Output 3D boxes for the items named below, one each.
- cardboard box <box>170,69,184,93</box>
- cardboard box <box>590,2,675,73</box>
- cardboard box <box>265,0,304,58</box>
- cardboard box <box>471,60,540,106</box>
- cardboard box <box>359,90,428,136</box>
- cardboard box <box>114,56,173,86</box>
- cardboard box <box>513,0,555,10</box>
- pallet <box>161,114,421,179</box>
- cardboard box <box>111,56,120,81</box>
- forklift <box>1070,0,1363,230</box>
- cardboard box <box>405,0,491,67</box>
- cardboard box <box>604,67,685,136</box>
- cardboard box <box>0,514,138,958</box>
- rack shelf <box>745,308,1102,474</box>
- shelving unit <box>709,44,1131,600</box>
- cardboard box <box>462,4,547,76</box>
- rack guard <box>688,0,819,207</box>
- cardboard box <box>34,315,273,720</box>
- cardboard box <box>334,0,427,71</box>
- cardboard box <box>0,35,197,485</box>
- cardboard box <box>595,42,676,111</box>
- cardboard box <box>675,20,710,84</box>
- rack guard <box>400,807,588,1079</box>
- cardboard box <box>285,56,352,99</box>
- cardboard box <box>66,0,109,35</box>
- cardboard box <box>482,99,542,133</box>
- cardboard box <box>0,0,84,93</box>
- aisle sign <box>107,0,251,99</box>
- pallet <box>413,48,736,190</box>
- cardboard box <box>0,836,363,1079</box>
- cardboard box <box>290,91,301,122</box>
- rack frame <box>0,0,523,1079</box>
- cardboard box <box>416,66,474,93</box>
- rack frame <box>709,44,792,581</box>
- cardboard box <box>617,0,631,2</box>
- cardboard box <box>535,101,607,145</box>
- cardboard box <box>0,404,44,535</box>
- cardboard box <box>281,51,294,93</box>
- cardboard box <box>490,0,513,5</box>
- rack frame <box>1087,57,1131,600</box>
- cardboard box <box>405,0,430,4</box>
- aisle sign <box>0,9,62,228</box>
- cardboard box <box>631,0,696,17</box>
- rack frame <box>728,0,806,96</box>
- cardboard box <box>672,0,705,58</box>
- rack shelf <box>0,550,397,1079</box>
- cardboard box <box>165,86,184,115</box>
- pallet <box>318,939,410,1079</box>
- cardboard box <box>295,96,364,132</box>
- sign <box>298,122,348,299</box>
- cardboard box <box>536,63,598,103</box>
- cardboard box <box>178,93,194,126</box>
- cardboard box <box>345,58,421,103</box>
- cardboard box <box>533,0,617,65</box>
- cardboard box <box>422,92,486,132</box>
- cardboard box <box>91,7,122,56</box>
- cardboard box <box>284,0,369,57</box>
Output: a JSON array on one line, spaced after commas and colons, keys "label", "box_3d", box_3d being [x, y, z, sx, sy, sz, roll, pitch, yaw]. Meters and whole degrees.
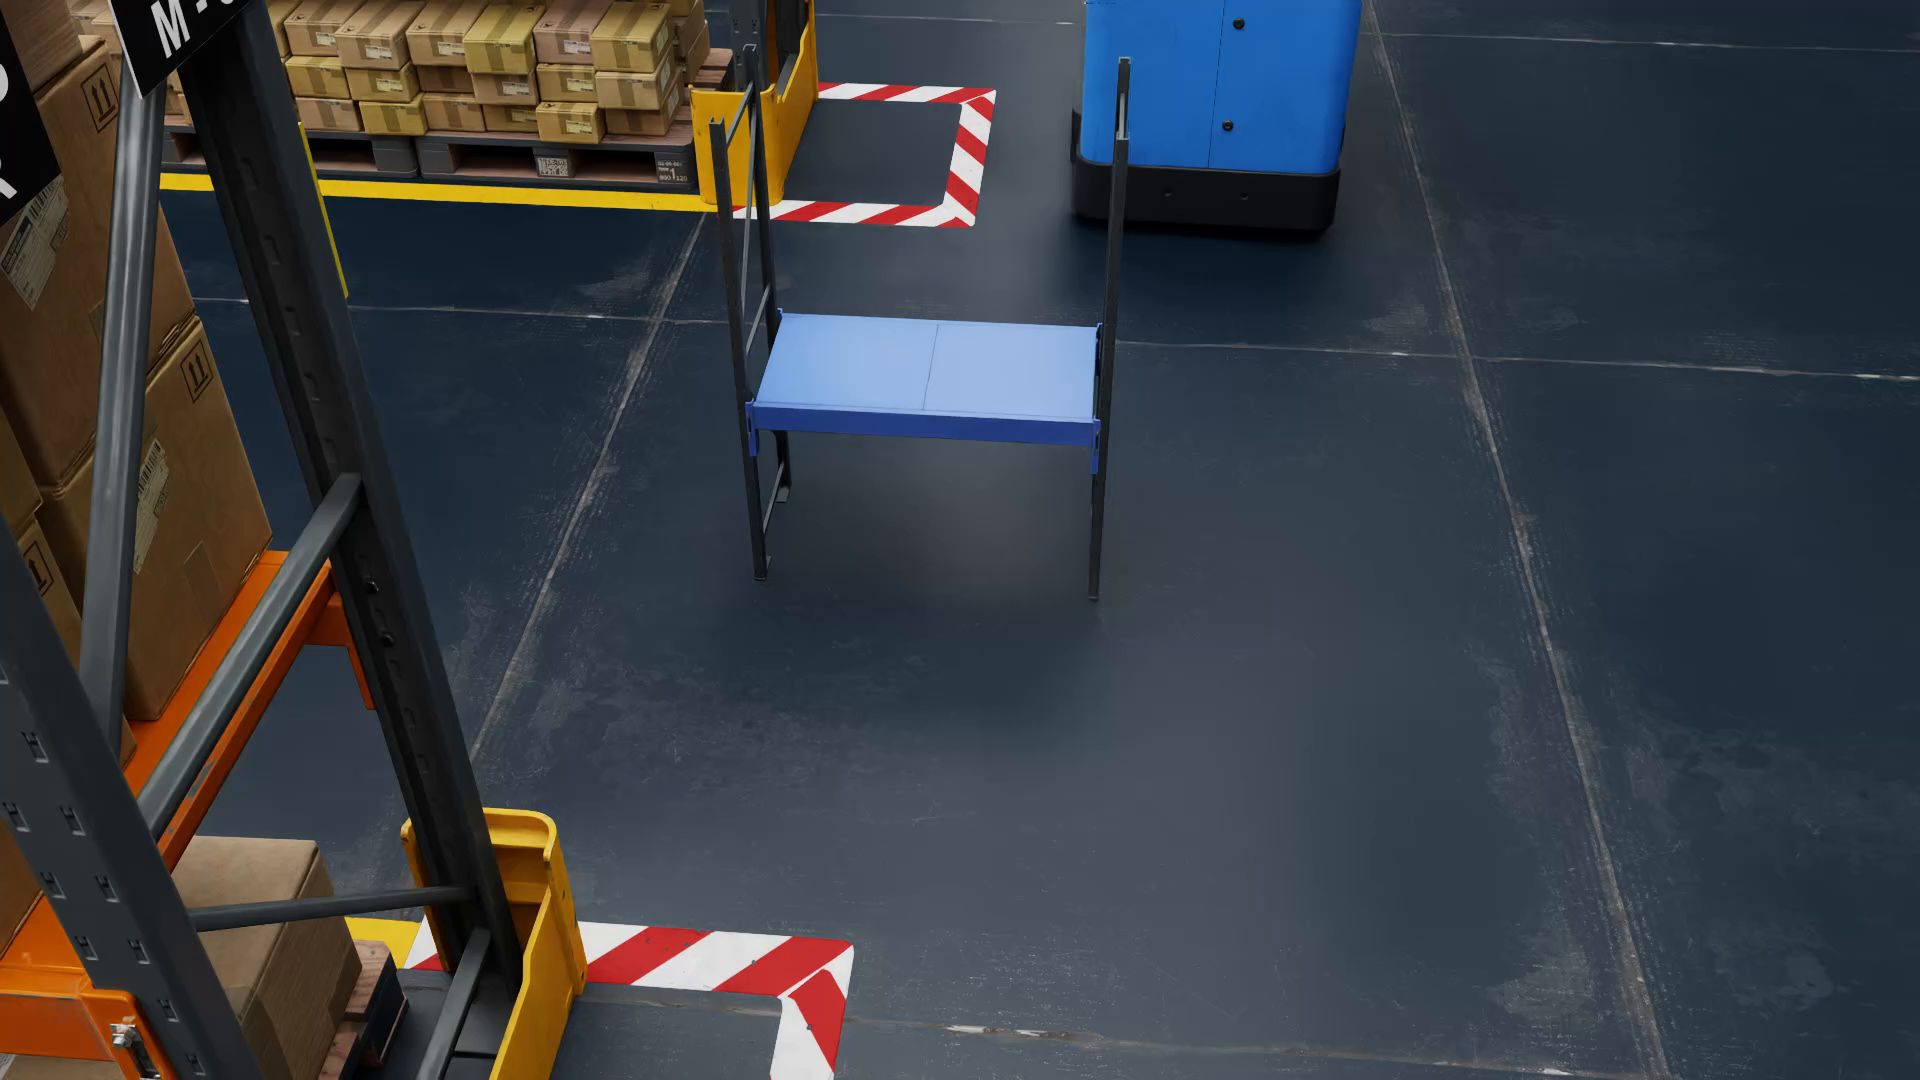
[{"label": "cardboard box", "box_3d": [-3.163, -2.049, 7.081, 0.250, 0.149, 0.380, 3, 39, 3]}, {"label": "cardboard box", "box_3d": [-1.353, -2.084, 6.889, 0.250, 0.149, 0.380, 4, 39, 4]}, {"label": "cardboard box", "box_3d": [-2.909, -2.182, 7.010, 0.250, 0.149, 0.380, 3, 39, 4]}, {"label": "cardboard box", "box_3d": [-1.872, -1.976, 6.991, 0.250, 0.149, 0.380, 2, 39, 2]}, {"label": "cardboard box", "box_3d": [-2.374, -1.880, 7.109, 0.250, 0.149, 0.380, 1, 39, 2]}, {"label": "cardboard box", "box_3d": [-3.409, -2.102, 7.146, 0.250, 0.149, 0.380, 5, 39, 6]}, {"label": "cardboard box", "box_3d": [-1.821, -2.491, 7.388, 0.250, 0.149, 0.380, 3, 39, 4]}, {"label": "pallet", "box_3d": [-2.898, -1.984, 7.520, 1.213, 0.211, 1.003, 3, 39, 4]}, {"label": "cardboard box", "box_3d": [-3.681, -2.132, 7.183, 0.250, 0.149, 0.380, 1, 39, 2]}, {"label": "forklift", "box_3d": [1.148, -3.300, 6.982, 1.130, 2.935, 3.031, 4, 39, 5]}, {"label": "cardboard box", "box_3d": [-2.120, -2.122, 6.936, 0.250, 0.149, 0.380, 2, 39, 2]}, {"label": "cardboard box", "box_3d": [-1.346, -1.882, 7.111, 0.250, 0.149, 0.380, 4, 39, 5]}, {"label": "cardboard box", "box_3d": [-1.634, 0.293, 2.434, 0.500, 0.500, 0.500, 3, 39, 4]}, {"label": "rack shelf", "box_3d": [-0.085, -0.447, 4.896, 1.000, 0.185, 0.538, 3, 39, 4]}, {"label": "shelving unit", "box_3d": [-0.085, -0.586, 4.782, 1.048, 1.500, 0.538, 3, 39, 4]}, {"label": "cardboard box", "box_3d": [-1.867, -2.068, 6.869, 0.250, 0.149, 0.380, 2, 39, 3]}, {"label": "rack guard", "box_3d": [-0.880, -1.962, 7.264, 0.348, 0.500, 1.175, 3, 39, 4]}, {"label": "cardboard box", "box_3d": [-1.584, -0.054, 2.861, 0.500, 0.500, 0.500, 3, 39, 3]}, {"label": "cardboard box", "box_3d": [-2.392, -2.102, 6.911, 0.250, 0.149, 0.380, 5, 39, 6]}, {"label": "cardboard box", "box_3d": [-1.584, -0.440, 2.543, 0.500, 0.500, 0.500, 2, 39, 3]}, {"label": "cardboard box", "box_3d": [-1.354, -1.949, 6.958, 0.250, 0.149, 0.380, 2, 39, 3]}, {"label": "cardboard box", "box_3d": [-1.298, -2.214, 7.520, 0.250, 0.149, 0.380, 4, 39, 5]}, {"label": "rack guard", "box_3d": [-1.106, 1.163, 3.426, 0.348, 0.500, 1.175, 3, 39, 4]}, {"label": "cardboard box", "box_3d": [-2.643, -2.022, 7.048, 0.250, 0.149, 0.380, 5, 39, 6]}, {"label": "cardboard box", "box_3d": [-3.676, -2.249, 7.091, 0.250, 0.149, 0.380, 2, 39, 3]}, {"label": "cardboard box", "box_3d": [-1.867, -1.900, 7.134, 0.250, 0.149, 0.380, 3, 39, 4]}, {"label": "cardboard box", "box_3d": [-1.460, -0.680, 2.324, 0.250, 0.149, 0.380, 4, 39, 5]}, {"label": "aisle sign", "box_3d": [-1.034, -0.995, 2.037, 0.004, 0.787, 0.394, 3, 39, 4]}, {"label": "pallet", "box_3d": [-1.686, -1.916, 7.437, 1.213, 0.211, 1.003, 3, 39, 4]}, {"label": "cardboard box", "box_3d": [-1.796, 1.050, 3.281, 0.875, 0.438, 0.875, 2, 39, 2]}, {"label": "cardboard box", "box_3d": [-2.890, -1.969, 7.218, 0.250, 0.149, 0.380, 4, 39, 5]}, {"label": "rack frame", "box_3d": [-1.130, 0.192, 2.638, 0.127, 3.000, 1.000, 3, 39, 4]}, {"label": "cardboard box", "box_3d": [-2.131, -2.055, 7.089, 0.250, 0.149, 0.380, 3, 39, 3]}, {"label": "rack frame", "box_3d": [-0.591, -0.614, 4.816, 0.032, 1.500, 0.500, 3, 39, 4]}, {"label": "cardboard box", "box_3d": [-1.582, -2.396, 7.272, 0.250, 0.149, 0.380, 4, 39, 5]}, {"label": "cardboard box", "box_3d": [-1.611, -1.832, 7.050, 0.250, 0.149, 0.380, 4, 39, 5]}, {"label": "cardboard box", "box_3d": [-1.631, -0.111, 2.139, 0.500, 0.500, 0.500, 4, 39, 5]}, {"label": "cardboard box", "box_3d": [-2.920, -2.019, 7.045, 0.250, 0.149, 0.380, 4, 39, 4]}, {"label": "cardboard box", "box_3d": [-2.076, -2.452, 7.341, 0.250, 0.149, 0.380, 1, 39, 2]}, {"label": "rack frame", "box_3d": [0.421, -0.559, 4.748, 0.032, 1.500, 0.500, 3, 39, 4]}, {"label": "cardboard box", "box_3d": [-2.351, -2.473, 7.367, 0.250, 0.149, 0.380, 5, 39, 6]}, {"label": "aisle sign", "box_3d": [-1.085, -0.618, 1.573, 0.004, 0.787, 0.394, 3, 39, 4]}, {"label": "cardboard box", "box_3d": [-1.297, -2.457, 7.347, 0.250, 0.149, 0.380, 1, 39, 2]}, {"label": "rack frame", "box_3d": [-0.804, -2.927, 6.470, 0.127, 3.000, 1.000, 3, 39, 4]}, {"label": "cardboard box", "box_3d": [-1.304, -2.289, 7.377, 0.250, 0.149, 0.380, 5, 39, 6]}, {"label": "rack shelf", "box_3d": [-3.123, 0.362, 2.999, 4.000, 0.370, 1.077, 3, 39, 4]}, {"label": "cardboard box", "box_3d": [-3.408, -2.010, 7.269, 0.250, 0.149, 0.380, 2, 39, 2]}, {"label": "pallet", "box_3d": [-1.934, 1.279, 3.512, 1.213, 0.211, 1.003, 3, 39, 4]}, {"label": "cardboard box", "box_3d": [-2.644, -1.908, 7.143, 0.250, 0.149, 0.380, 4, 39, 5]}, {"label": "sign", "box_3d": [-1.076, -0.523, 2.768, 0.005, 0.325, 0.100, 3, 39, 4]}, {"label": "cardboard box", "box_3d": [-1.610, -1.997, 7.017, 0.250, 0.149, 0.380, 2, 39, 3]}, {"label": "cardboard box", "box_3d": [-3.158, -1.935, 7.177, 0.250, 0.149, 0.380, 2, 39, 3]}, {"label": "cardboard box", "box_3d": [-2.389, -1.996, 7.016, 0.250, 0.149, 0.380, 4, 39, 5]}, {"label": "cardboard box", "box_3d": [-1.598, -2.134, 6.950, 0.250, 0.149, 0.380, 4, 39, 5]}, {"label": "cardboard box", "box_3d": [-2.114, -1.906, 7.141, 0.250, 0.149, 0.380, 4, 39, 4]}, {"label": "cardboard box", "box_3d": [-3.430, -2.183, 7.011, 0.250, 0.149, 0.380, 4, 39, 5]}, {"label": "cardboard box", "box_3d": [-2.645, -2.186, 7.014, 0.250, 0.149, 0.380, 2, 39, 2]}]
